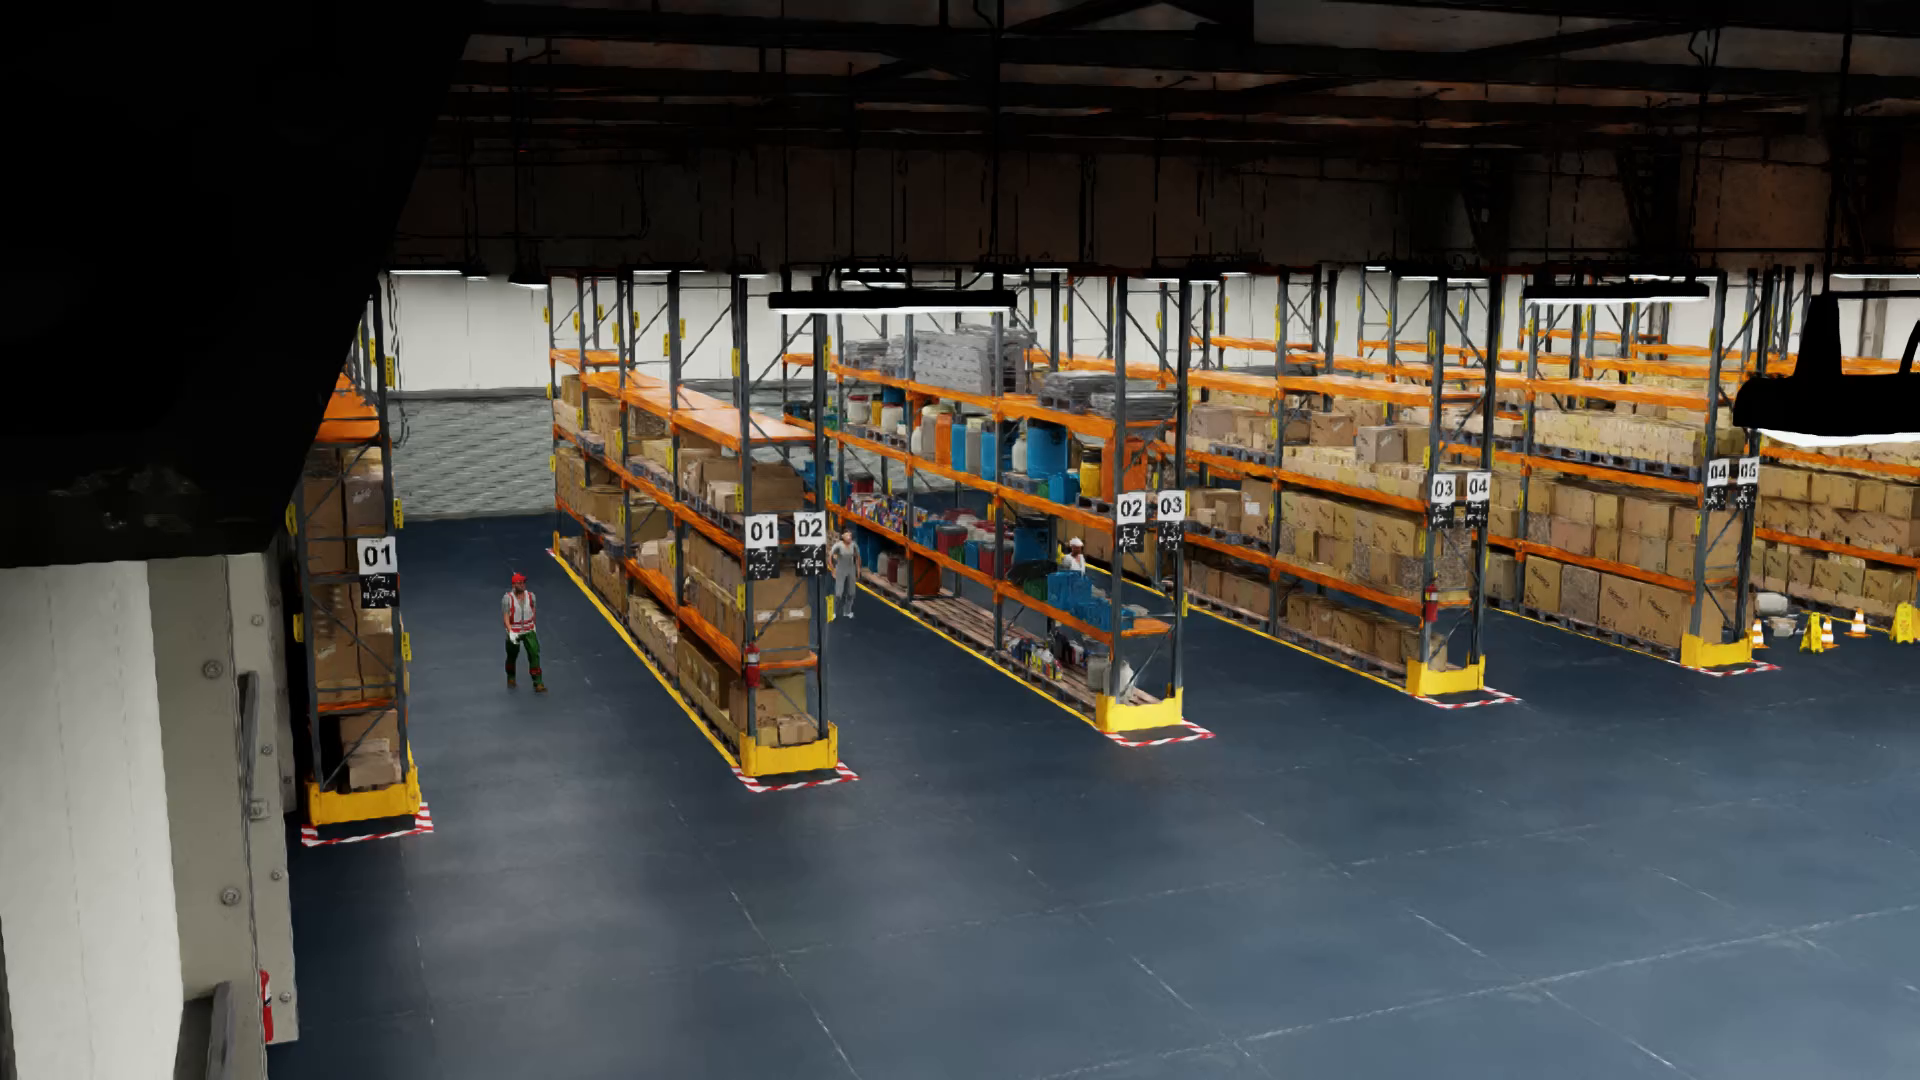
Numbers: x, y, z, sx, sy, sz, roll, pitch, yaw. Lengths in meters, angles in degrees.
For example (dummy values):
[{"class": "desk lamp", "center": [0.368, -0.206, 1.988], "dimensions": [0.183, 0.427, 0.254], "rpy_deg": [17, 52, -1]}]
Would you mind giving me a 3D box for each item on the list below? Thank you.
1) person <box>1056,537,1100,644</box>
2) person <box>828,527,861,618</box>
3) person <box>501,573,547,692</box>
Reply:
[{"class": "person", "center": [1.834, 0.817, 26.935], "dimensions": [0.581, 1.767, 0.875], "rpy_deg": [-8, 13, -38]}, {"class": "person", "center": [-2.000, 0.565, 28.786], "dimensions": [0.580, 1.619, 0.507], "rpy_deg": [-4, 11, -23]}, {"class": "person", "center": [-6.347, 1.320, 24.031], "dimensions": [0.528, 1.728, 1.032], "rpy_deg": [-6, 11, -29]}]
